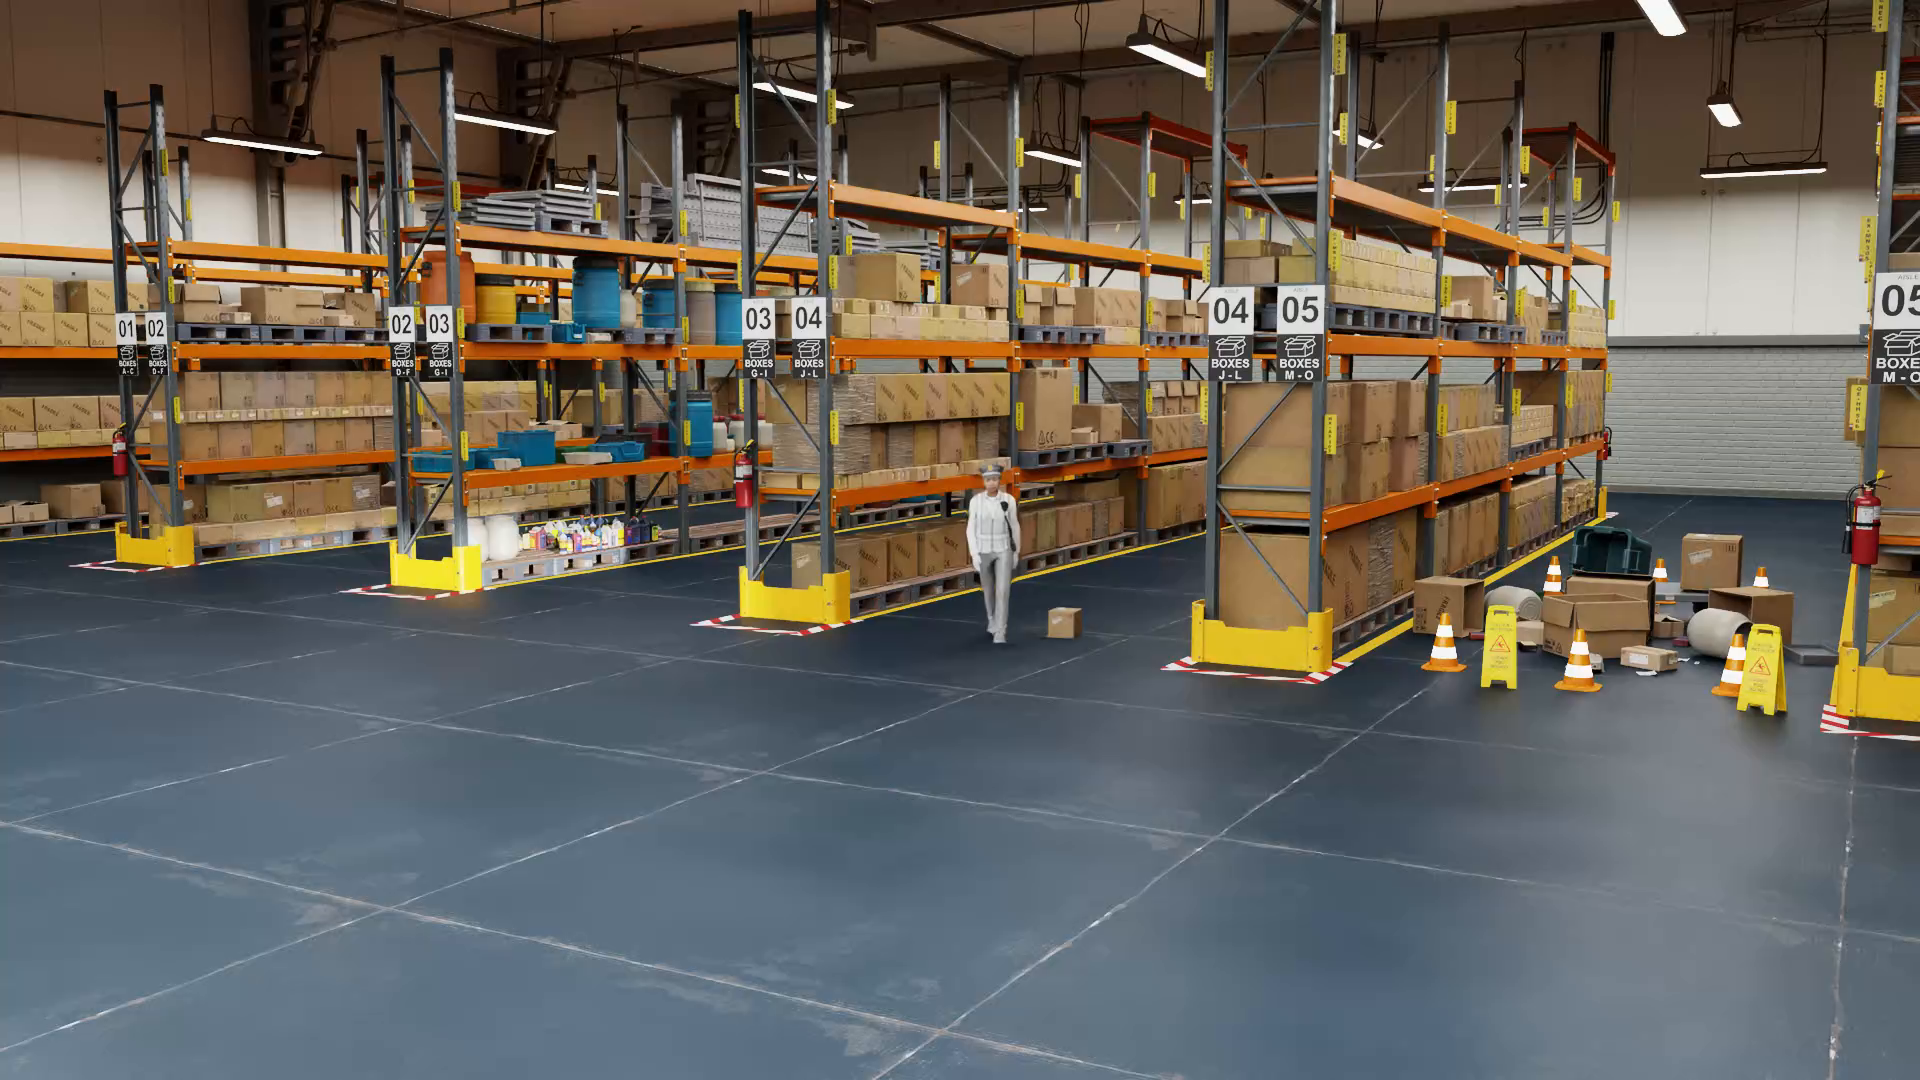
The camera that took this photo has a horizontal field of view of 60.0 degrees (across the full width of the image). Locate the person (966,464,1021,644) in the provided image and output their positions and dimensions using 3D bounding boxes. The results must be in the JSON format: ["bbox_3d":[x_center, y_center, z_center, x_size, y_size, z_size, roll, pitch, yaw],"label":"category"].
[{"bbox_3d":[0.299,0.105,15.219,0.481,1.619,1.016,1,6,9],"label":"person"}]
